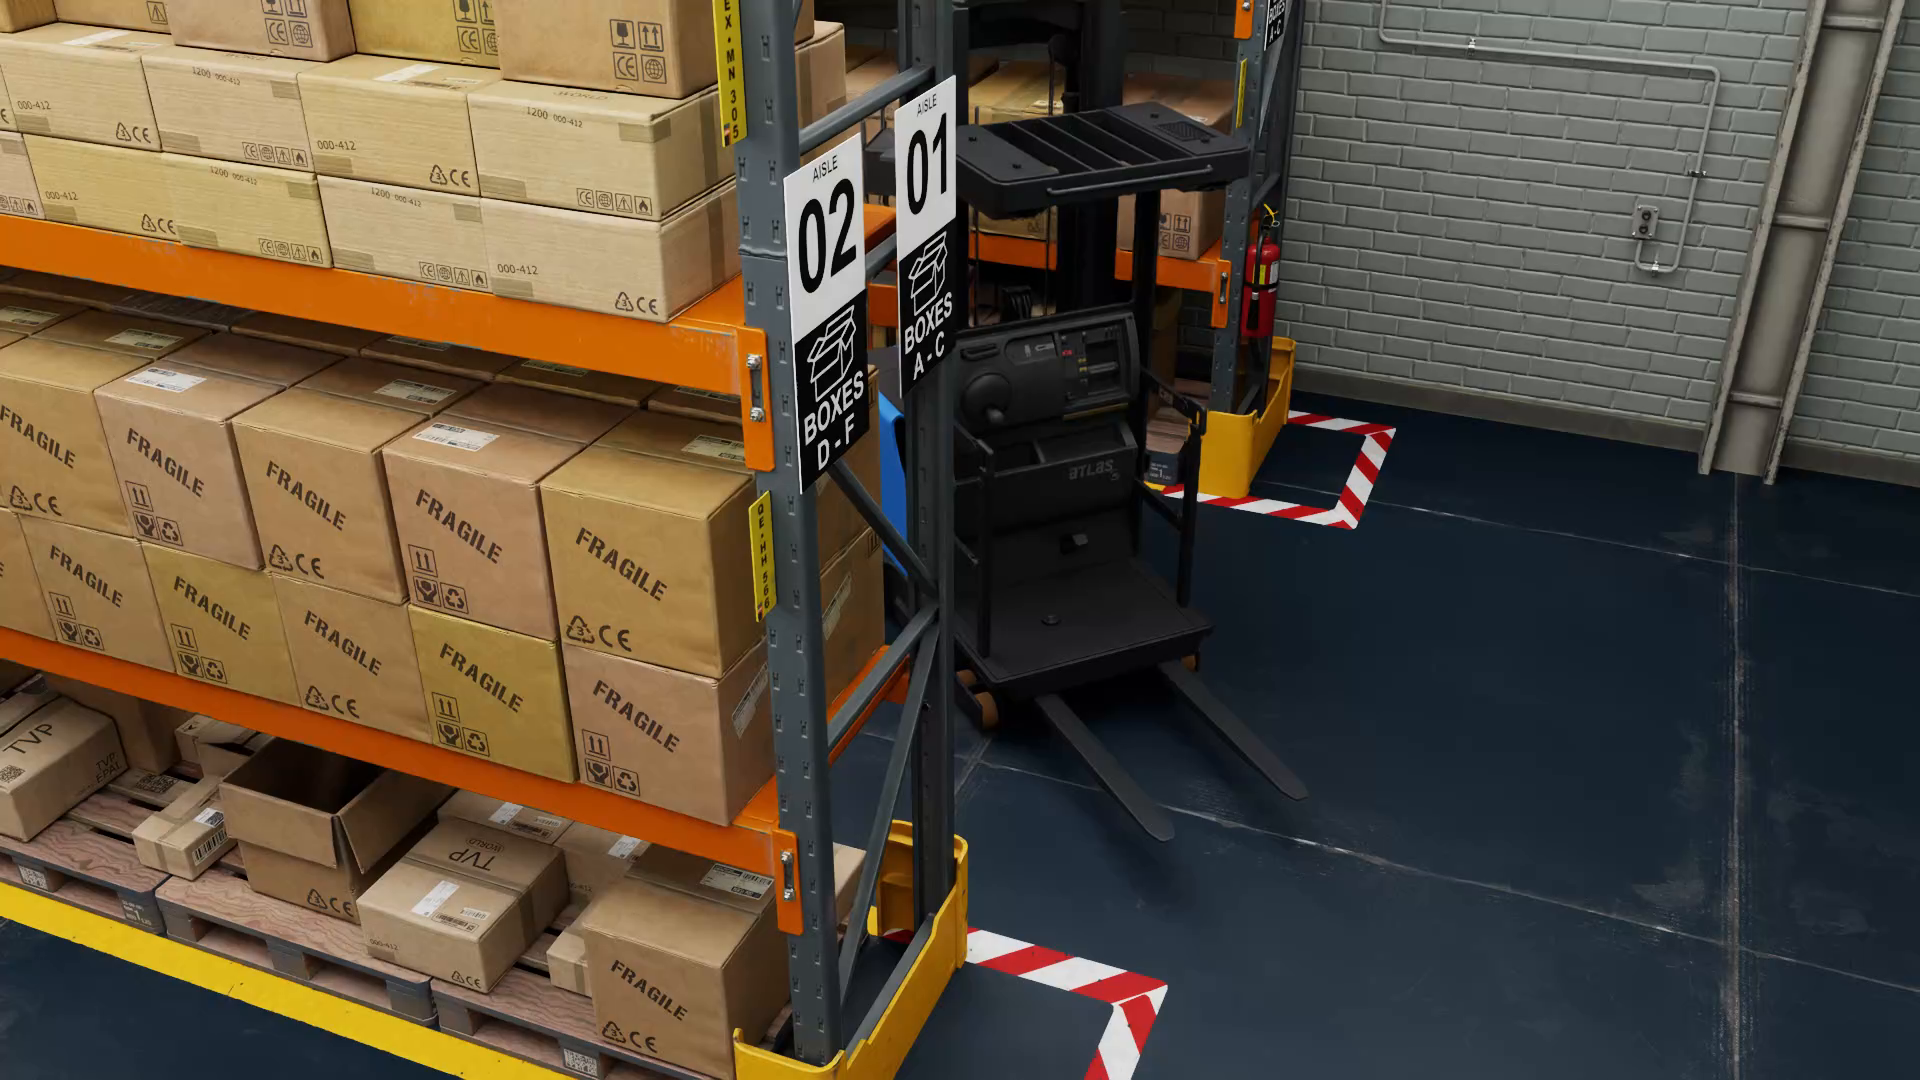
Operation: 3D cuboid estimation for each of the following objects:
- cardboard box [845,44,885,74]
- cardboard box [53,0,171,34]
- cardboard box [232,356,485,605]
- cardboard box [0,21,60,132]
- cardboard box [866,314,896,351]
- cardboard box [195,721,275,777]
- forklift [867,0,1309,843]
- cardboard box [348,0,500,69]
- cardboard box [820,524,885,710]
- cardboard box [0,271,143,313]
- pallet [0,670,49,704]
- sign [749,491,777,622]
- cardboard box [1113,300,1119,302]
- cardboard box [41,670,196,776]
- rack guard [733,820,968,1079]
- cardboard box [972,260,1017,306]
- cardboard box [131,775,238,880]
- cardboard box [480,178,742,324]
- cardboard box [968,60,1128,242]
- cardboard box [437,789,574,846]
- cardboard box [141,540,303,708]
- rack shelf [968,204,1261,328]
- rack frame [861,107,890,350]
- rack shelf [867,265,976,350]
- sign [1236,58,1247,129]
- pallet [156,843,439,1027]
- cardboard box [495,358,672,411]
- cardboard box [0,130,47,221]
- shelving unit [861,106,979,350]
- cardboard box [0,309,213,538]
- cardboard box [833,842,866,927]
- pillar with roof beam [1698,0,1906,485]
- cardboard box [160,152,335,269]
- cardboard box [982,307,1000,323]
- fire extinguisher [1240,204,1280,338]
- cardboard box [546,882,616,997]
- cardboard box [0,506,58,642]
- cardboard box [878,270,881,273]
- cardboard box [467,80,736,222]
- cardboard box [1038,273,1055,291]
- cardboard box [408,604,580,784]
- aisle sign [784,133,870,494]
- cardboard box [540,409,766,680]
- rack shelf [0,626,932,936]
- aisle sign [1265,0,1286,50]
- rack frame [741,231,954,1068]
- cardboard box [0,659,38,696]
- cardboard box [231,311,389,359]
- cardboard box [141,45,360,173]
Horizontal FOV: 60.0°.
[{"bbox_3d":[-0.938,-2.449,9.730,0.700,0.700,0.980,10,31,18],"label":"cardboard box"},{"bbox_3d":[-2.107,-1.747,4.626,0.500,0.500,0.700,11,31,19],"label":"cardboard box"},{"bbox_3d":[-1.728,-0.187,4.916,0.500,0.500,0.500,12,32,20],"label":"cardboard box"},{"bbox_3d":[-2.688,-1.370,4.722,0.500,0.250,0.500,11,31,19],"label":"cardboard box"},{"bbox_3d":[-0.516,-1.283,10.086,0.500,0.500,0.700,12,32,20],"label":"cardboard box"},{"bbox_3d":[-2.638,0.789,6.591,0.500,0.311,0.500,11,31,19],"label":"cardboard box"},{"bbox_3d":[0.441,-0.688,6.988,1.130,2.935,3.031,-13,32,-21],"label":"forklift"},{"bbox_3d":[-1.175,-1.568,4.310,0.500,0.500,0.700,11,31,19],"label":"cardboard box"},{"bbox_3d":[-0.574,0.189,5.265,0.500,0.500,0.500,12,32,20],"label":"cardboard box"},{"bbox_3d":[-2.926,-0.715,5.848,0.500,0.500,0.500,11,31,18],"label":"cardboard box"},{"bbox_3d":[-4.736,0.776,7.163,1.213,0.211,1.003,11,31,19],"label":"pallet"},{"bbox_3d":[-0.489,0.043,4.128,0.005,0.325,0.100,11,31,19],"label":"sign"},{"bbox_3d":[0.724,-1.226,9.325,0.250,0.149,0.380,11,31,19],"label":"cardboard box"},{"bbox_3d":[-3.333,0.568,6.790,0.500,0.500,0.500,11,31,19],"label":"cardboard box"},{"bbox_3d":[-0.332,1.509,5.572,0.348,0.500,1.175,11,31,19],"label":"rack guard"},{"bbox_3d":[0.165,-1.540,9.880,0.250,0.149,0.380,12,32,20],"label":"cardboard box"},{"bbox_3d":[-2.855,1.069,6.243,0.250,0.166,0.380,11,31,19],"label":"cardboard box"},{"bbox_3d":[-0.837,-0.780,4.186,0.500,0.250,0.500,11,31,19],"label":"cardboard box"},{"bbox_3d":[0.443,-2.174,9.243,0.700,0.700,0.980,11,31,19],"label":"cardboard box"},{"bbox_3d":[-1.585,1.026,6.234,0.500,0.250,0.500,11,31,19],"label":"cardboard box"},{"bbox_3d":[-2.188,0.150,5.334,0.500,0.500,0.500,11,31,18],"label":"cardboard box"},{"bbox_3d":[-0.256,-1.881,9.761,4.000,0.370,1.077,11,31,19],"label":"rack shelf"},{"bbox_3d":[-0.431,-1.219,8.773,0.015,2.100,0.400,6,30,11],"label":"rack frame"},{"bbox_3d":[-0.193,-1.181,8.732,0.480,0.518,0.431,6,30,11],"label":"rack shelf"},{"bbox_3d":[1.381,-2.187,8.153,0.005,0.325,0.100,11,31,19],"label":"sign"},{"bbox_3d":[-2.198,1.262,6.304,1.213,0.211,1.003,11,31,19],"label":"pallet"},{"bbox_3d":[-1.061,-0.339,5.184,0.500,0.500,0.500,12,31,20],"label":"cardboard box"},{"bbox_3d":[-2.686,-1.155,4.849,0.500,0.250,0.500,11,31,19],"label":"cardboard box"},{"bbox_3d":[-0.193,-1.192,8.726,0.503,2.100,0.431,6,30,11],"label":"shelving unit"},{"bbox_3d":[-2.683,-0.378,5.252,0.500,0.500,0.500,10,31,18],"label":"cardboard box"},{"bbox_3d":[-0.520,1.251,5.939,0.250,0.149,0.380,11,31,19],"label":"cardboard box"},{"bbox_3d":[2.806,-2.368,3.794,0.400,9.000,9.100,11,31,19],"label":"pillar with roof beam"},{"bbox_3d":[-1.764,-0.964,4.512,0.500,0.250,0.500,11,31,19],"label":"cardboard box"},{"bbox_3d":[0.448,-1.095,9.753,0.500,0.500,0.700,11,31,19],"label":"cardboard box"},{"bbox_3d":[1.564,-1.390,8.618,0.183,0.674,0.296,11,31,19],"label":"fire extinguisher"},{"bbox_3d":[-1.199,1.373,5.705,0.250,0.166,0.380,11,31,19],"label":"cardboard box"},{"bbox_3d":[-3.123,-0.037,5.665,0.500,0.500,0.500,12,32,20],"label":"cardboard box"},{"bbox_3d":[-0.308,-1.634,10.047,0.250,0.149,0.380,11,31,18],"label":"cardboard box"},{"bbox_3d":[-0.833,-1.002,4.070,0.500,0.250,0.500,11,31,19],"label":"cardboard box"},{"bbox_3d":[0.633,-1.447,9.715,0.250,0.149,0.380,11,31,19],"label":"cardboard box"},{"bbox_3d":[-1.261,0.338,5.001,0.500,0.500,0.500,12,31,20],"label":"cardboard box"},{"bbox_3d":[-0.313,-0.544,4.023,0.004,0.787,0.394,11,31,19],"label":"aisle sign"},{"bbox_3d":[-0.777,-0.001,4.585,0.500,0.500,0.500,11,31,19],"label":"cardboard box"},{"bbox_3d":[-2.115,0.378,5.763,4.000,0.370,1.077,11,31,19],"label":"rack shelf"},{"bbox_3d":[1.551,-2.806,8.024,0.004,0.787,0.394,11,31,19],"label":"aisle sign"},{"bbox_3d":[-0.261,0.435,4.932,0.127,3.000,1.000,11,31,19],"label":"rack frame"},{"bbox_3d":[-4.325,0.391,7.103,0.500,0.500,0.500,10,31,17],"label":"cardboard box"},{"bbox_3d":[-1.994,-0.528,5.517,0.500,0.500,0.500,11,31,19],"label":"cardboard box"},{"bbox_3d":[-1.759,-1.188,4.400,0.500,0.250,0.500,11,31,19],"label":"cardboard box"}]
